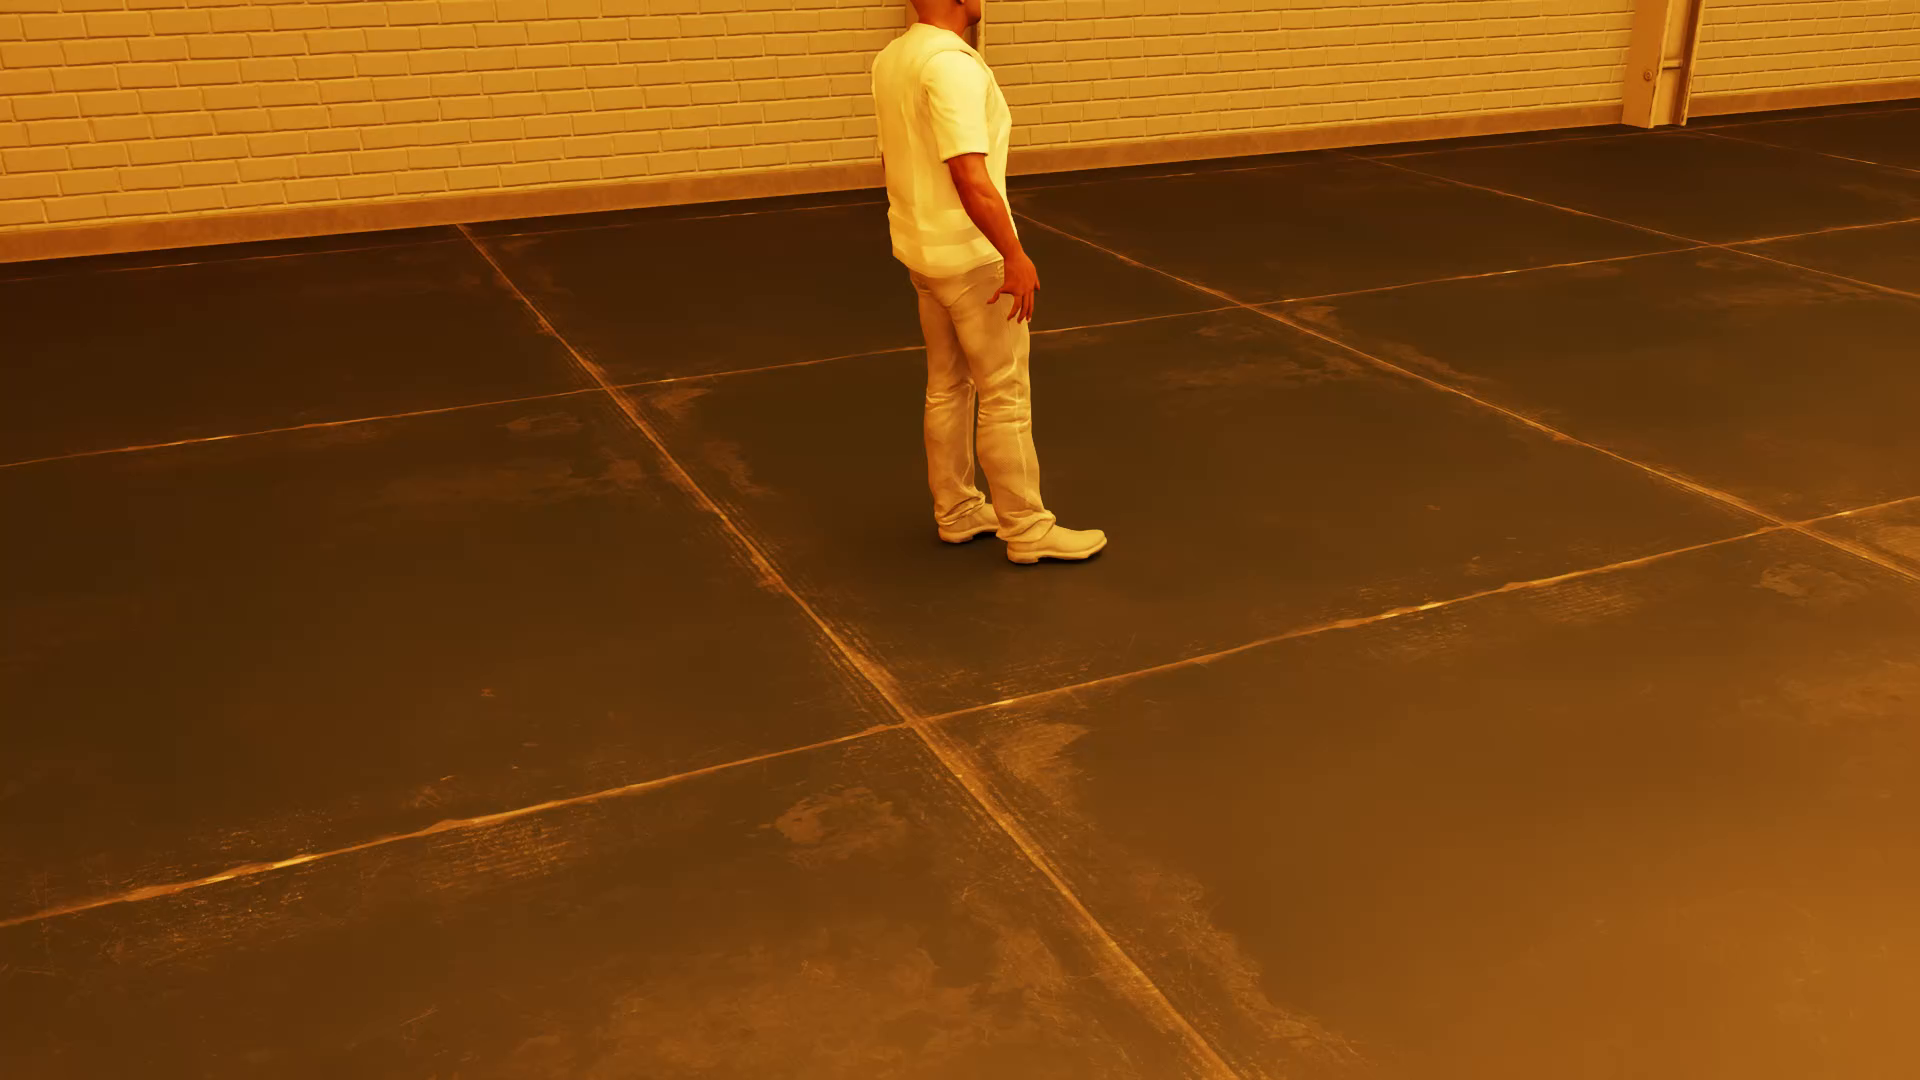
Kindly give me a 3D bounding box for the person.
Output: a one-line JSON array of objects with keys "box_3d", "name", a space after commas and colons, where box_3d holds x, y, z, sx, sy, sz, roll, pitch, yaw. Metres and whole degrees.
[{"box_3d": [0.065, -0.831, 4.787, 0.577, 1.765, 0.665, -10, 25, -23], "name": "person"}]
